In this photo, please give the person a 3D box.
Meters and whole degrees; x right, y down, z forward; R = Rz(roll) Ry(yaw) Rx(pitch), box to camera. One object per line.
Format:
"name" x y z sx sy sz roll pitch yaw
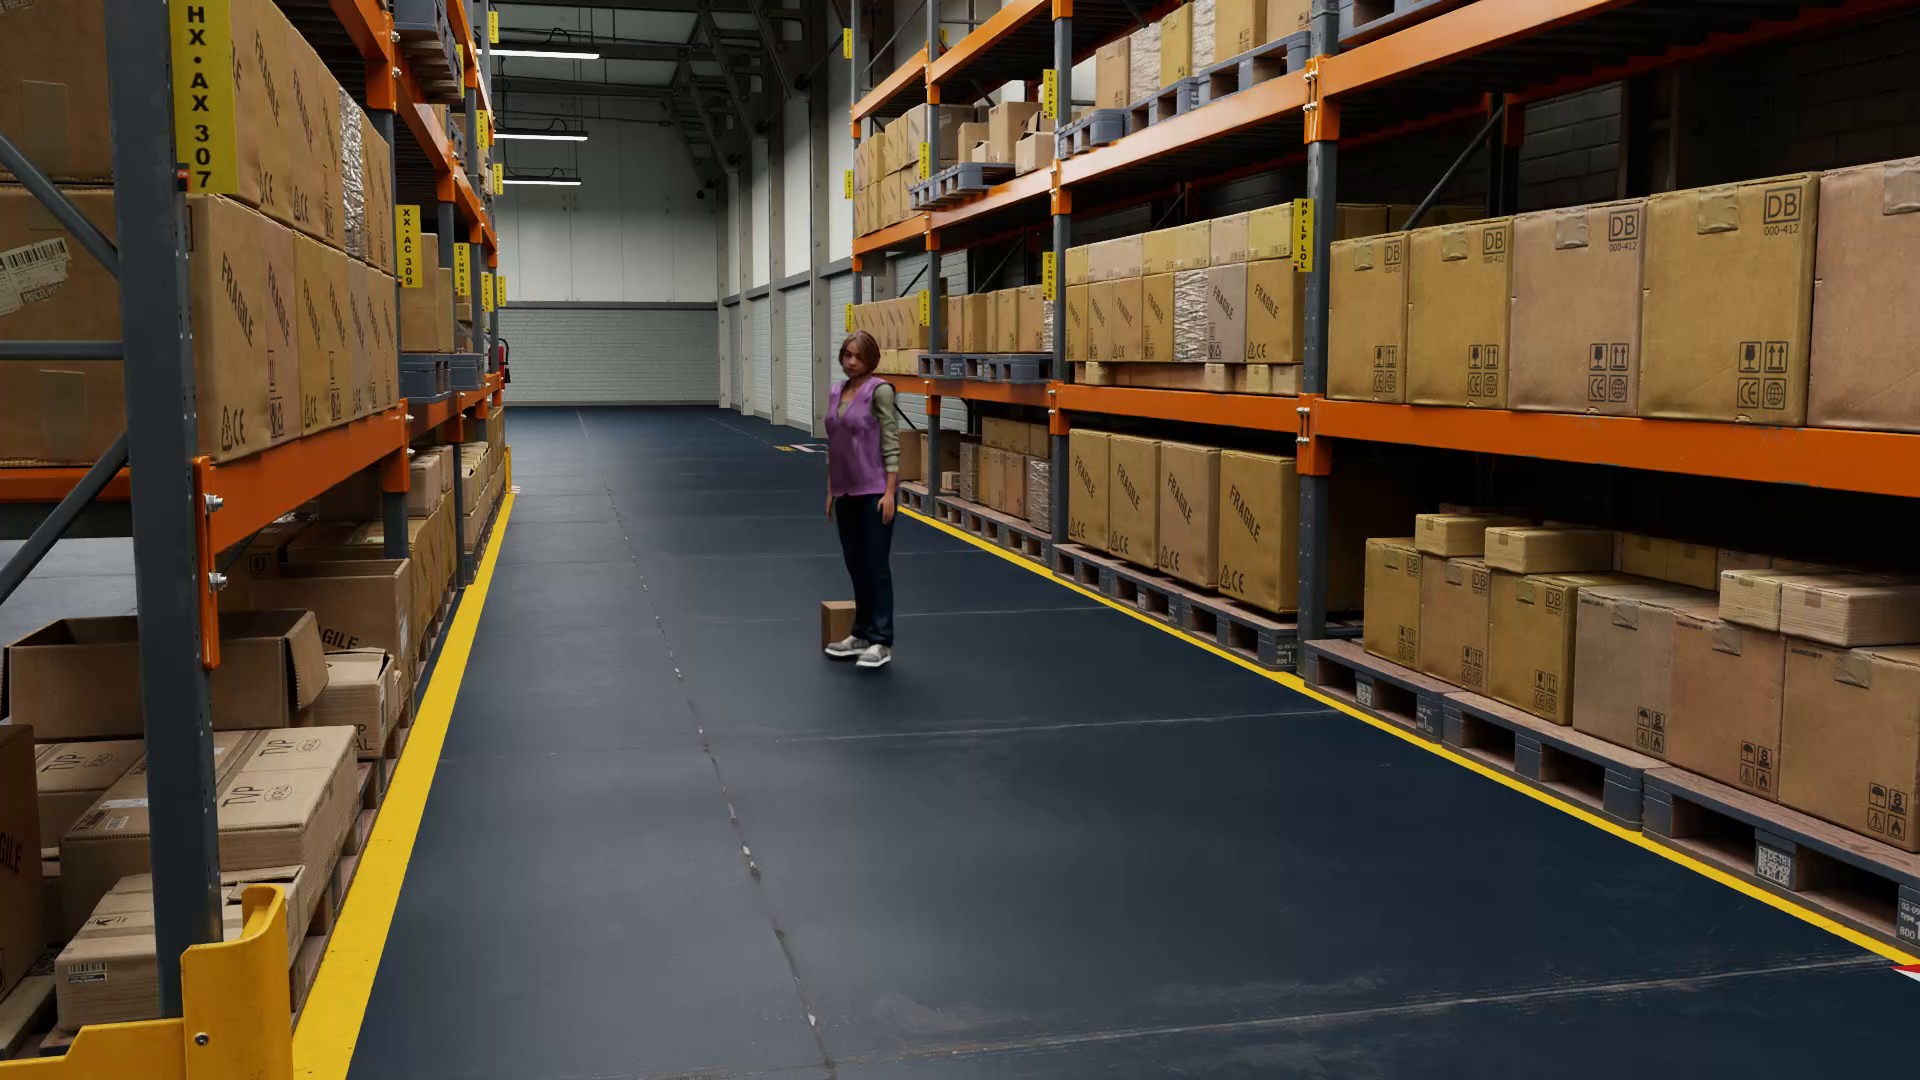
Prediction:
"person" -0.479 -0.199 8.009 0.483 1.584 0.401 6 9 42
